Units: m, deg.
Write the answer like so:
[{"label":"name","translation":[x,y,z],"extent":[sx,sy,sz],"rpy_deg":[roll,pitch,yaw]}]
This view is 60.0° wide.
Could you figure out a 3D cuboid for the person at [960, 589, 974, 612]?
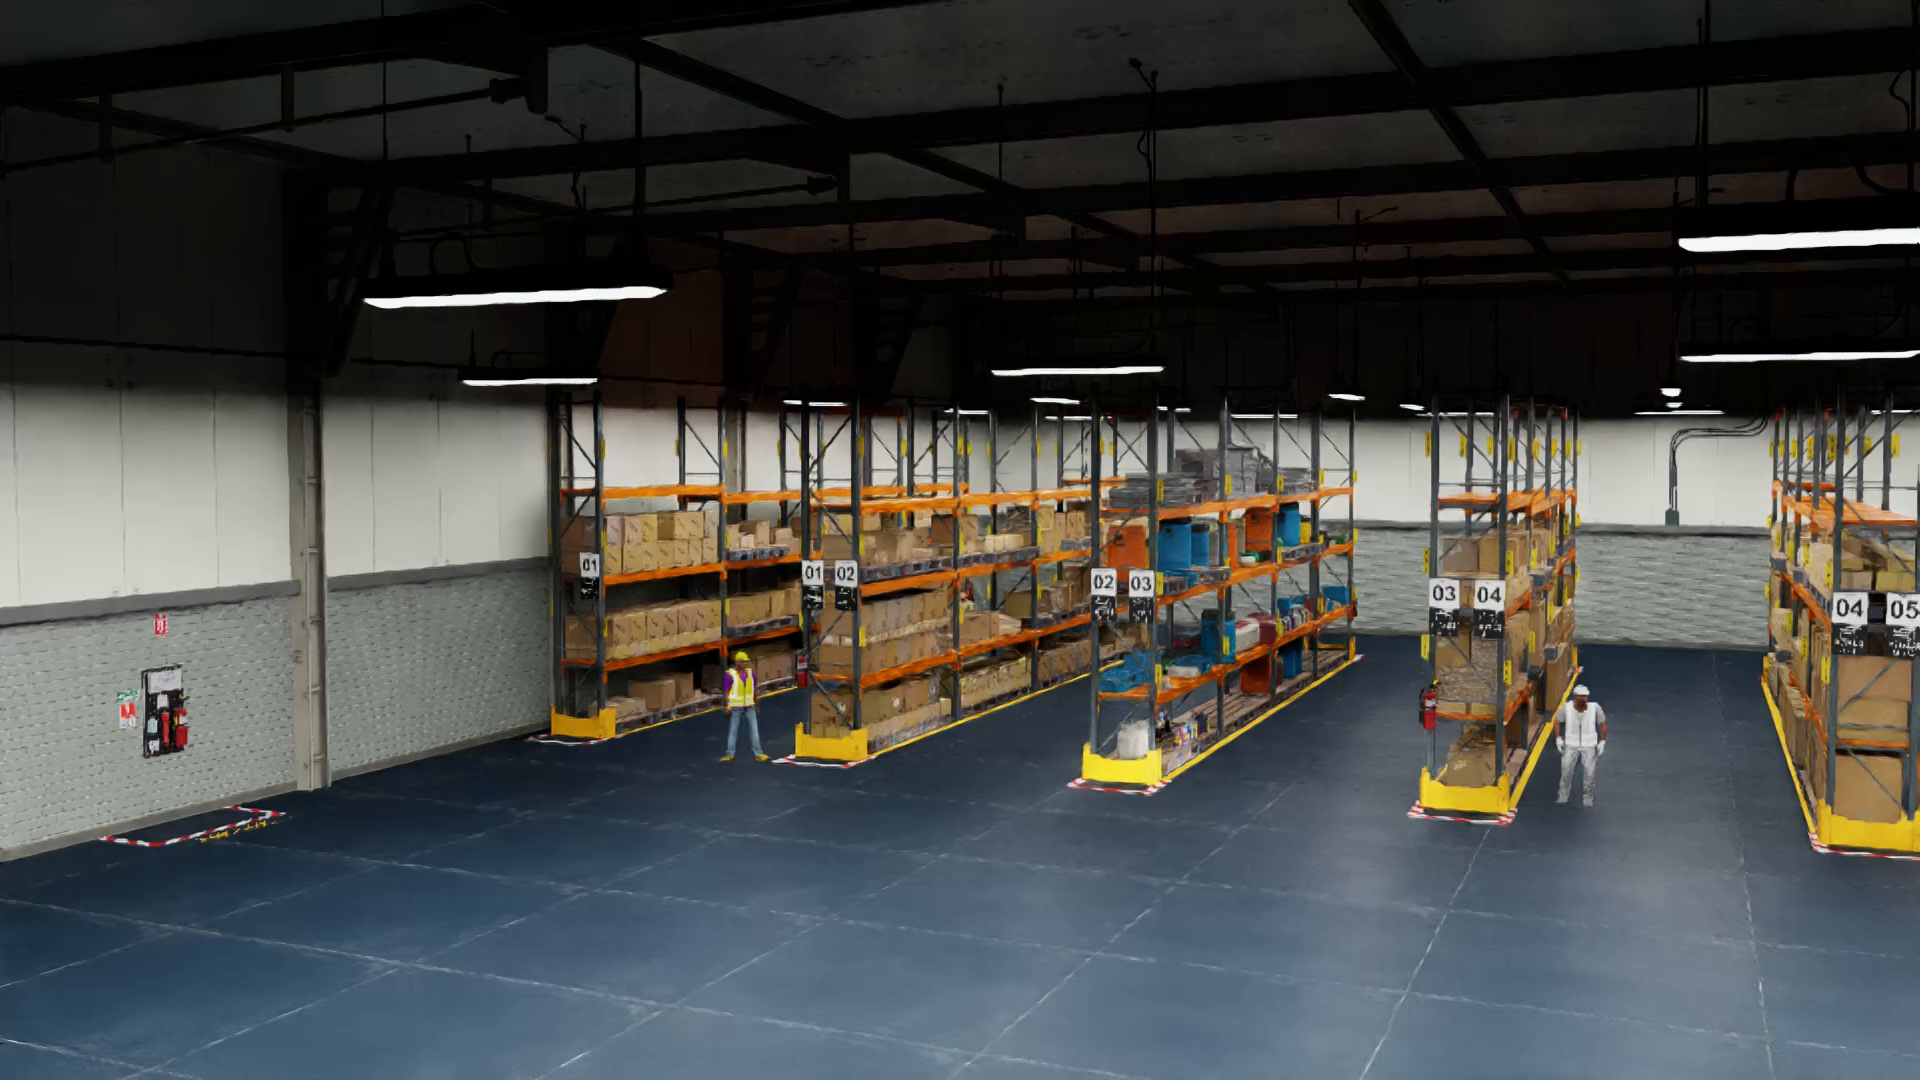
[{"label":"person","translation":[0.130,1.972,39.924],"extent":[0.458,1.584,1.019],"rpy_deg":[1,3,22]}]

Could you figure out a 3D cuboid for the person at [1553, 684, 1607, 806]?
[{"label":"person","translation":[8.638,2.860,23.204],"extent":[0.689,1.735,0.549],"rpy_deg":[1,3,21]}]

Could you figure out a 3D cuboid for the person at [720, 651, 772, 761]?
[{"label":"person","translation":[-3.442,2.646,26.501],"extent":[0.744,1.755,0.566],"rpy_deg":[-2,4,-28]}]
